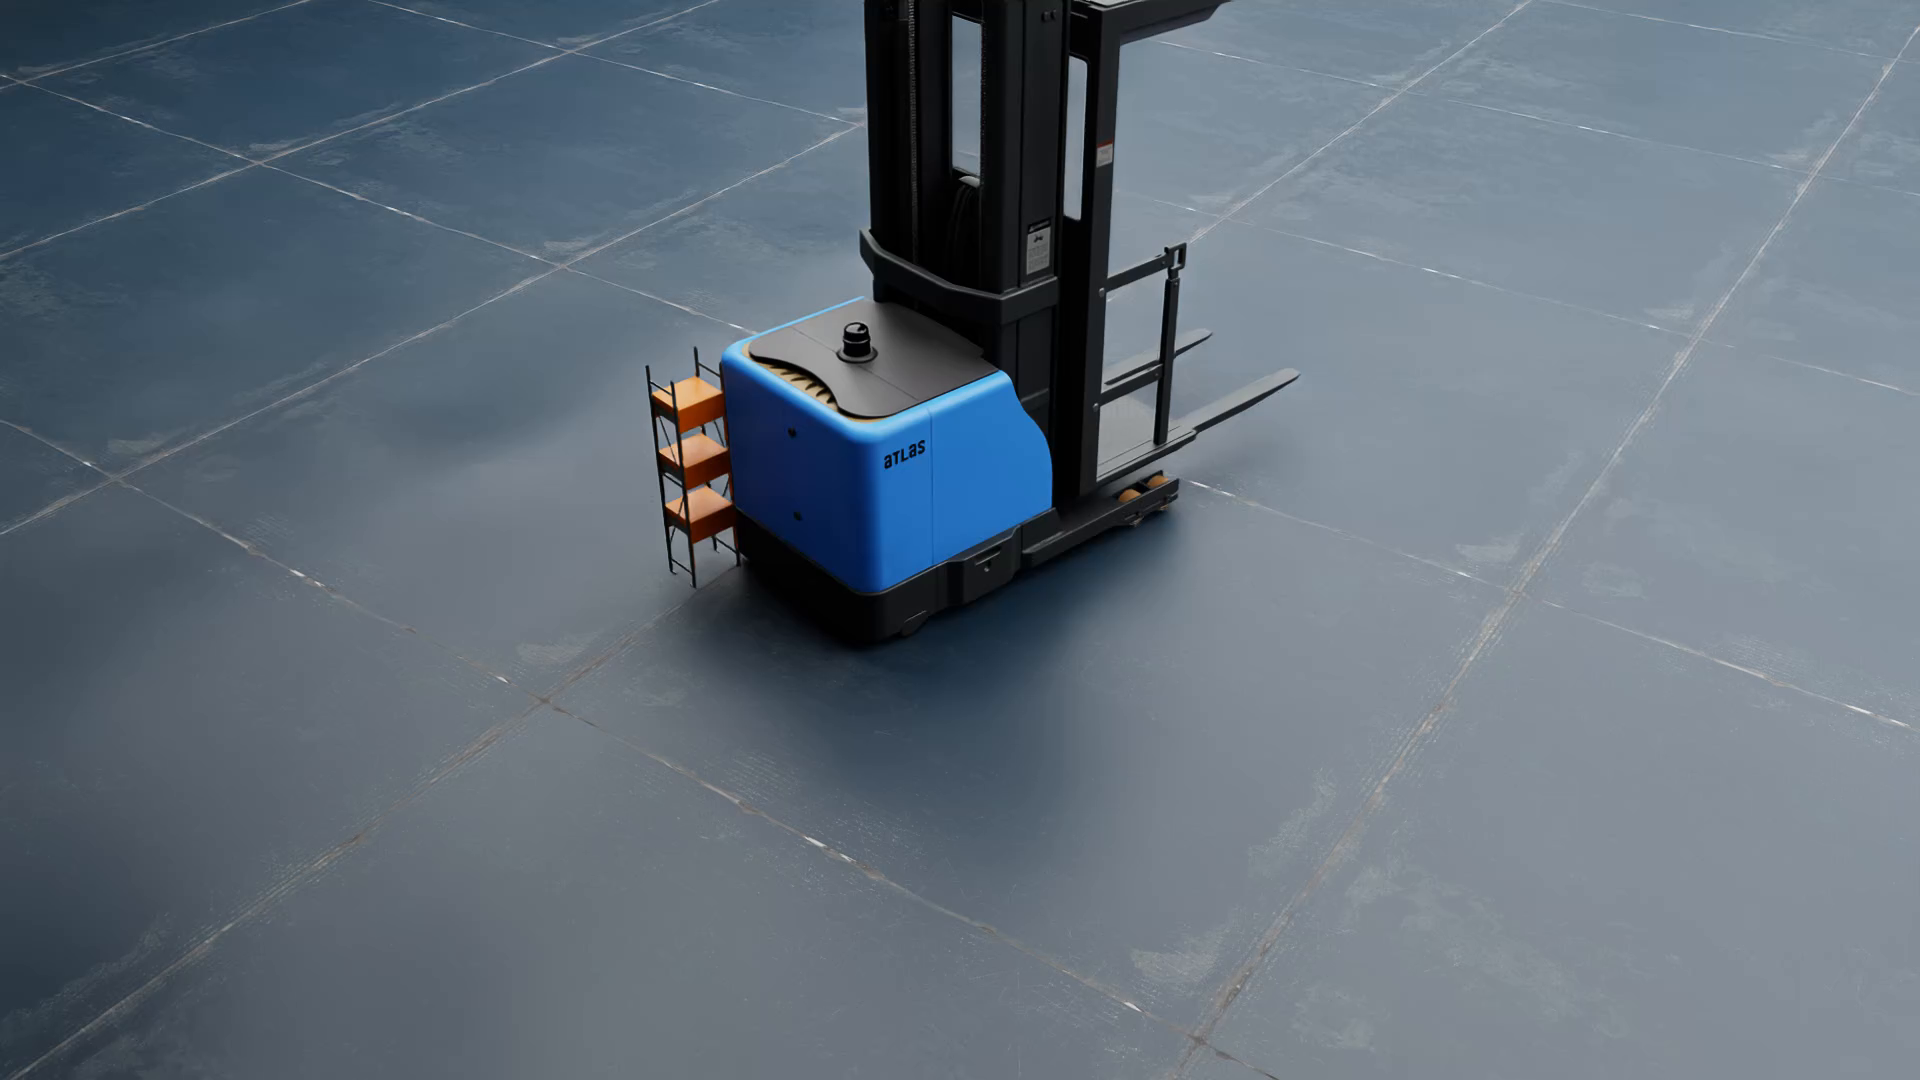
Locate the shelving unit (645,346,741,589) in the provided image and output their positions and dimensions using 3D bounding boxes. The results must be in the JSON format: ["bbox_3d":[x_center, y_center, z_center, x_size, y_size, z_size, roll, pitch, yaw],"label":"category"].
[{"bbox_3d":[-1.157,-0.304,7.262,0.252,1.050,0.215,-27,43,-34],"label":"shelving unit"}]

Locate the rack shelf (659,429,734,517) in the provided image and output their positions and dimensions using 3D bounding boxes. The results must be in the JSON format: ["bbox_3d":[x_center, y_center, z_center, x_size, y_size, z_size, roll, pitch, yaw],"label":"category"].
[{"bbox_3d":[-1.157,-0.295,7.268,0.240,0.259,0.215,-27,43,-34],"label":"rack shelf"}]

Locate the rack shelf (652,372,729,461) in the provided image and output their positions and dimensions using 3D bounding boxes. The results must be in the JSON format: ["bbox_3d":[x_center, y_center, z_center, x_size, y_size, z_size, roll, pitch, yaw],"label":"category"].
[{"bbox_3d":[-1.157,-0.530,7.109,0.240,0.259,0.215,-27,43,-34],"label":"rack shelf"}]

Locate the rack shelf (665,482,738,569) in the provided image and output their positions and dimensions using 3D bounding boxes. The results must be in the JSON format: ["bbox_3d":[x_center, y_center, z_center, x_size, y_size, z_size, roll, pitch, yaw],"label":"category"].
[{"bbox_3d":[-1.157,-0.065,7.424,0.240,0.259,0.215,-27,43,-34],"label":"rack shelf"}]

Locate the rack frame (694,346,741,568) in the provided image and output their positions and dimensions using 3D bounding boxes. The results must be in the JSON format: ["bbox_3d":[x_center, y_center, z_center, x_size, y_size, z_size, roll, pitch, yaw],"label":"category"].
[{"bbox_3d":[-1.067,-0.350,7.331,0.008,1.050,0.200,-27,43,-34],"label":"rack frame"}]

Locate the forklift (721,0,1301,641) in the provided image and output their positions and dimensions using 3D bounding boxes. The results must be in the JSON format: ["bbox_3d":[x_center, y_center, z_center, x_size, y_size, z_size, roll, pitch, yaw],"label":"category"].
[{"bbox_3d":[0.412,-1.483,7.326,3.031,2.935,1.130,-26,42,-33],"label":"forklift"}]

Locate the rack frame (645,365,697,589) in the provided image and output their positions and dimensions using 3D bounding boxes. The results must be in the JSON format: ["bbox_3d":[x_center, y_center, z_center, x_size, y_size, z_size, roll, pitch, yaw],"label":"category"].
[{"bbox_3d":[-1.246,-0.258,7.194,0.008,1.050,0.200,-27,43,-34],"label":"rack frame"}]
